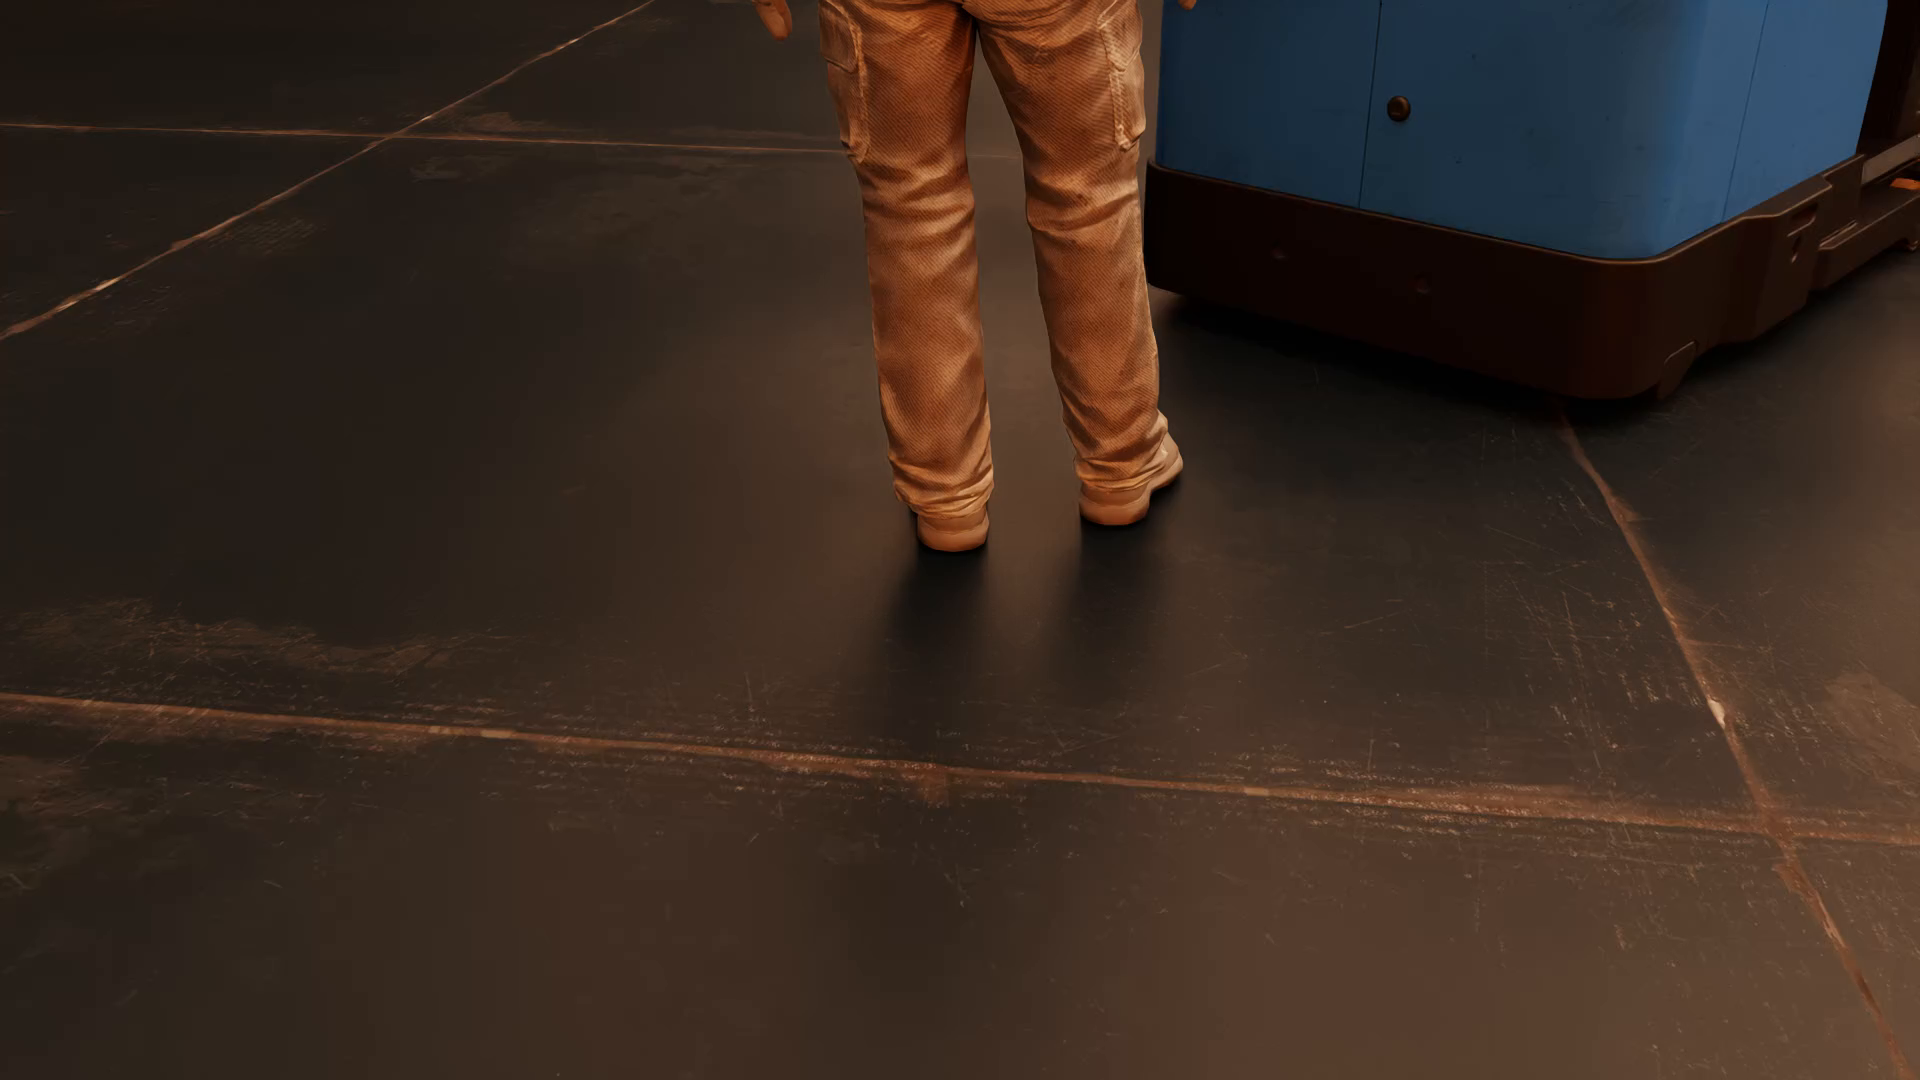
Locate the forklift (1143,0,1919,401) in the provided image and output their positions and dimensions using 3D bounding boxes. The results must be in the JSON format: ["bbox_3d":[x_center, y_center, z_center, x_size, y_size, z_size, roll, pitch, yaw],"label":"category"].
[{"bbox_3d":[1.750,-2.116,3.458,1.130,2.935,3.031,23,34,38],"label":"forklift"}]

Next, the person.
[{"bbox_3d":[0.018,-0.836,2.161,0.656,1.782,0.577,3,27,7],"label":"person"}]
